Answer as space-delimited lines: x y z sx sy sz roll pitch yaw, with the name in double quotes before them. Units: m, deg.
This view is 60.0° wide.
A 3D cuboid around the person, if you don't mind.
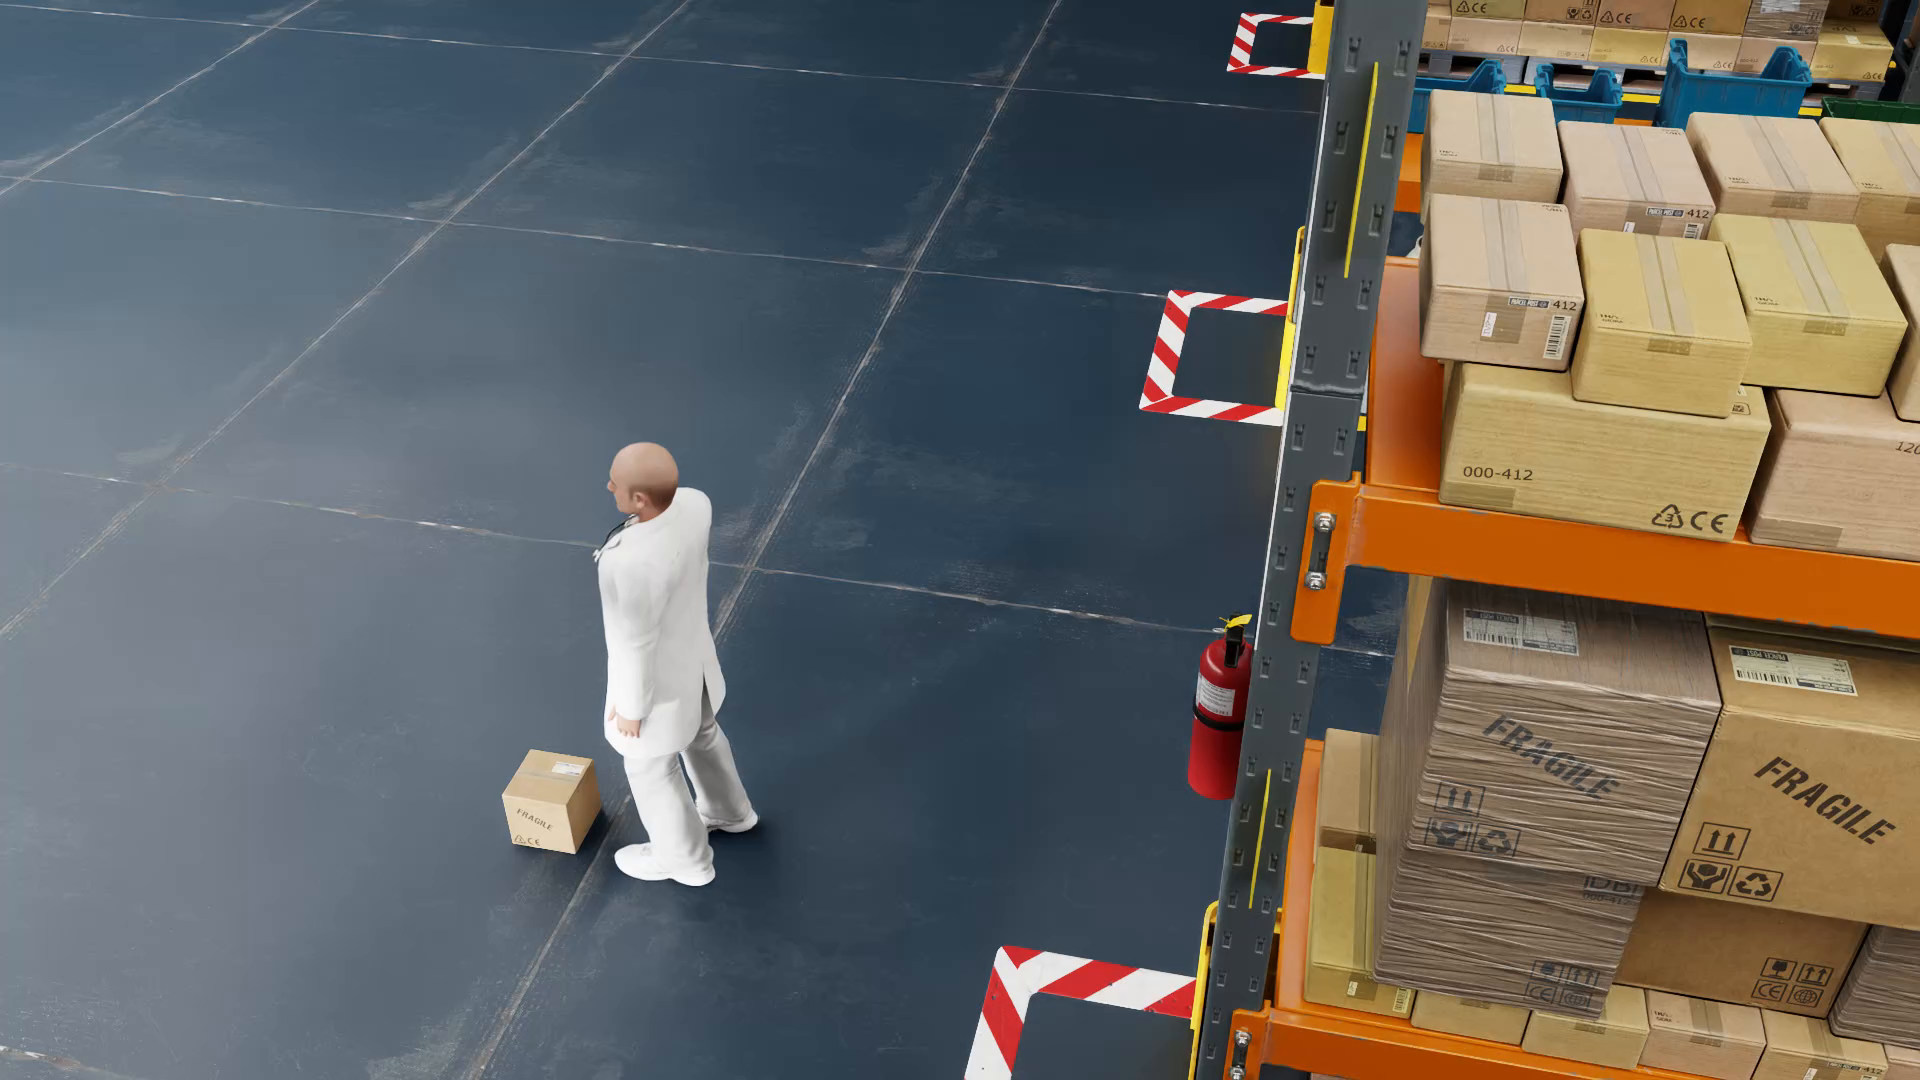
"person" -1.009 0.442 5.584 0.442 1.810 0.566 8 37 11
